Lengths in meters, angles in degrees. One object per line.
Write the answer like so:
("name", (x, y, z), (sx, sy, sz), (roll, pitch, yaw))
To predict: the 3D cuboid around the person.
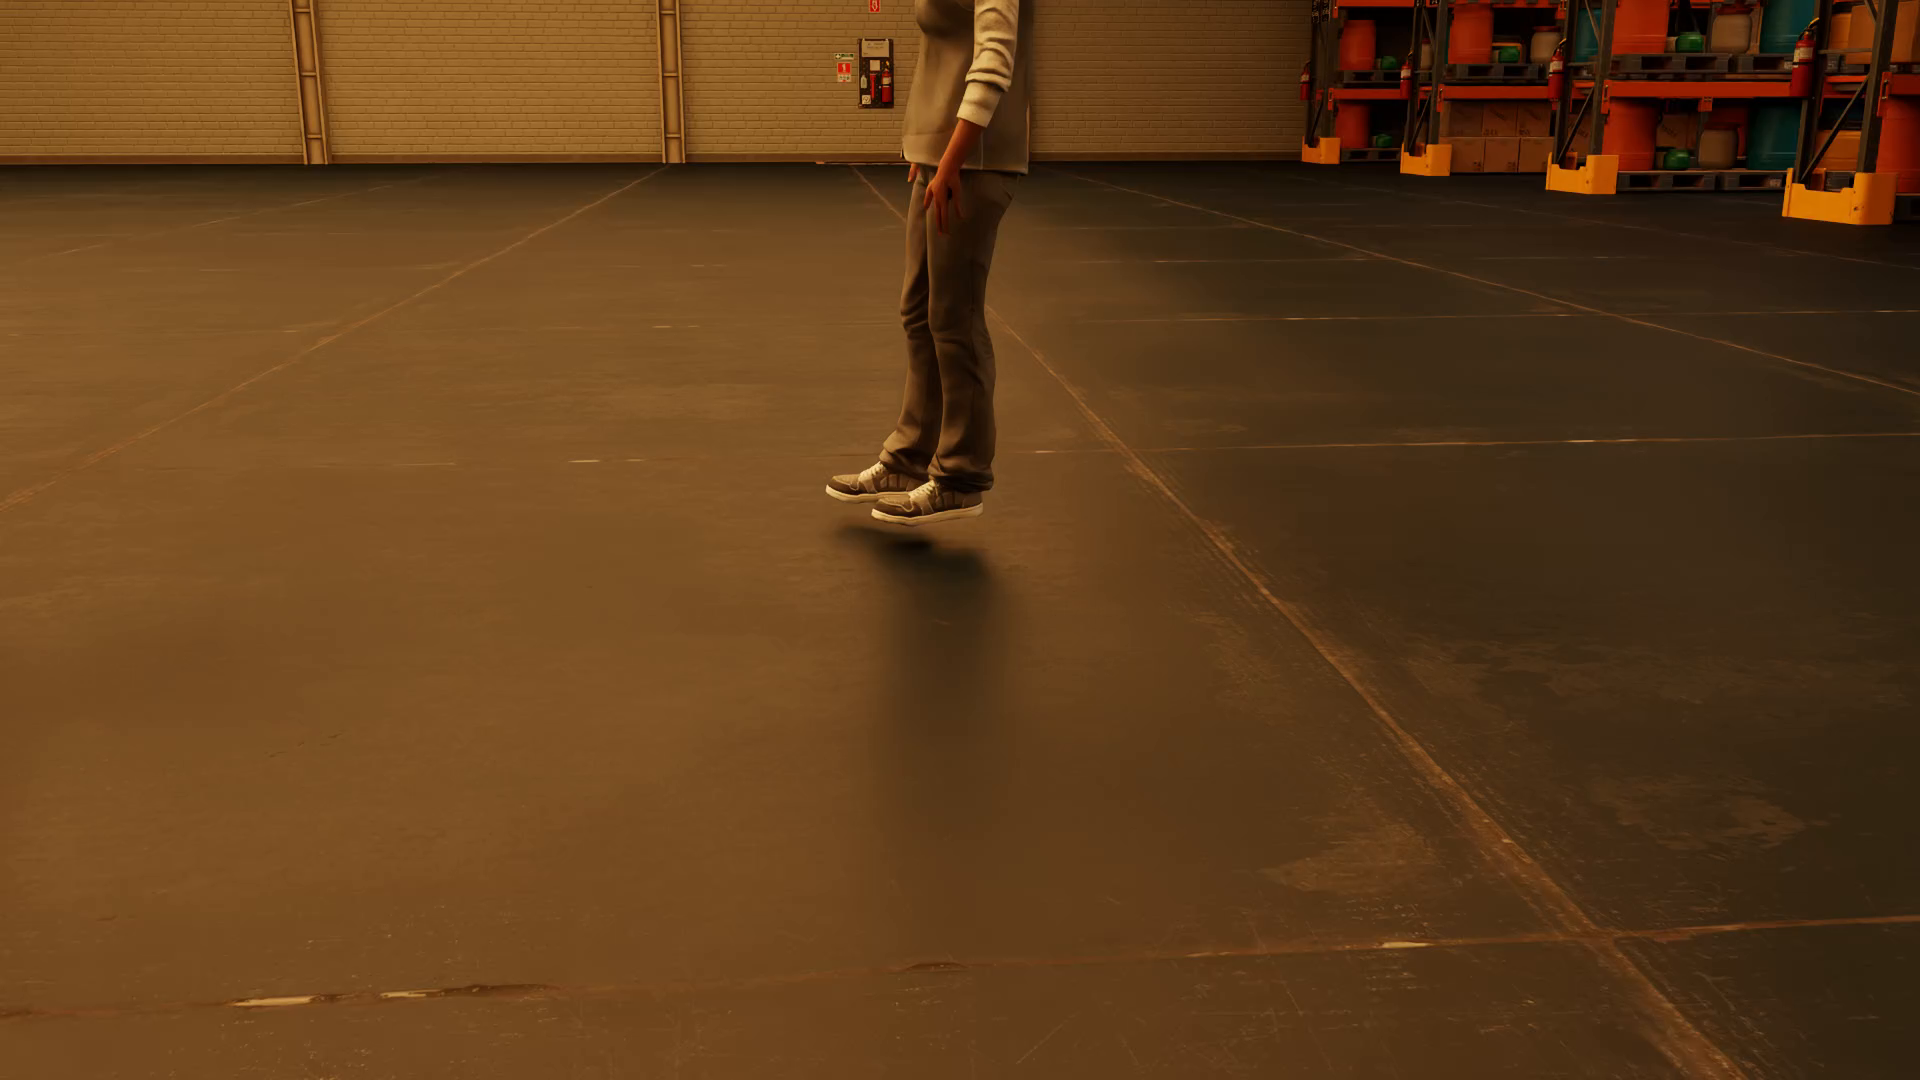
("person", (-0.082, -0.706, 3.757), (0.461, 1.360, 0.520), (-1, 15, -5))
